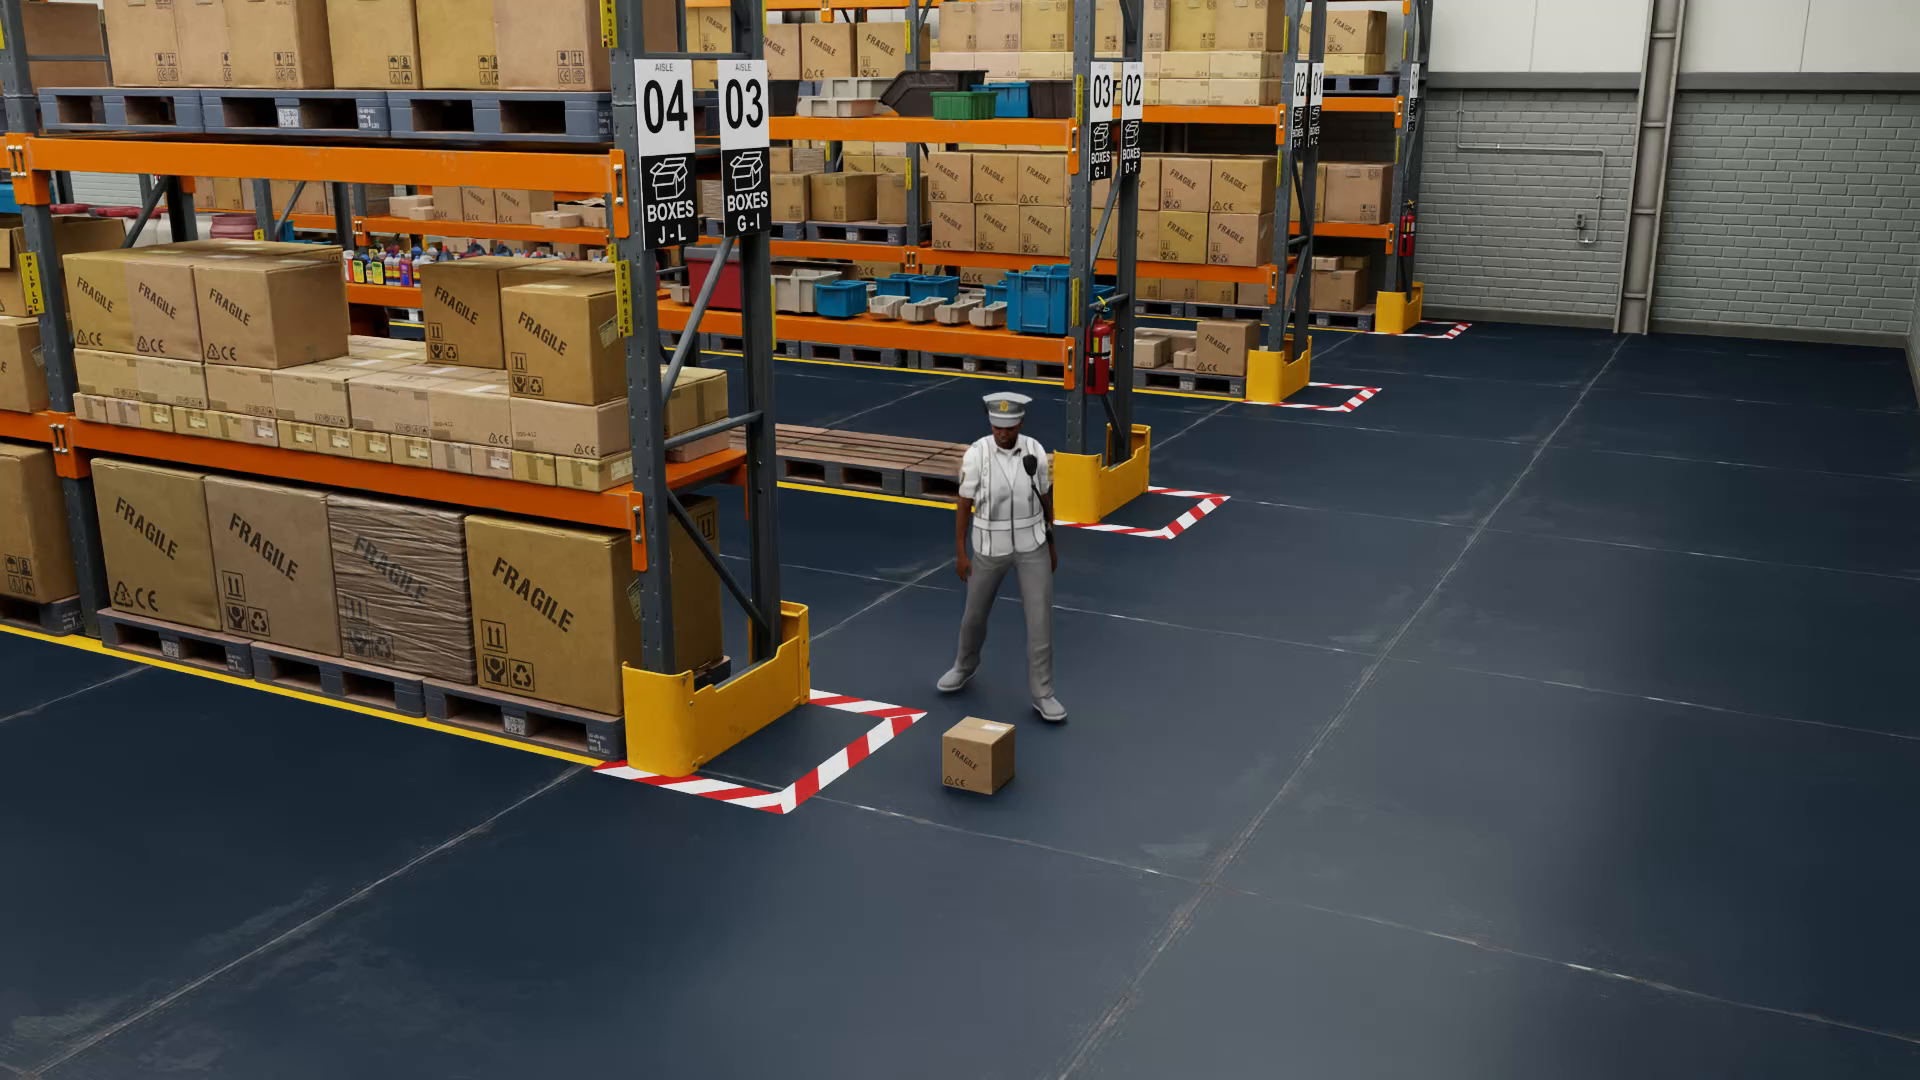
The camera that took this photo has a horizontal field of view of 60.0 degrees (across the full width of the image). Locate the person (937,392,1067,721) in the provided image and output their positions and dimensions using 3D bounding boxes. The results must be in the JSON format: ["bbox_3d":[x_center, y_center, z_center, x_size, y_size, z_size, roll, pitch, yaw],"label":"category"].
[{"bbox_3d":[0.203,0.049,8.351,0.621,1.639,0.663,-2,16,-5],"label":"person"}]
